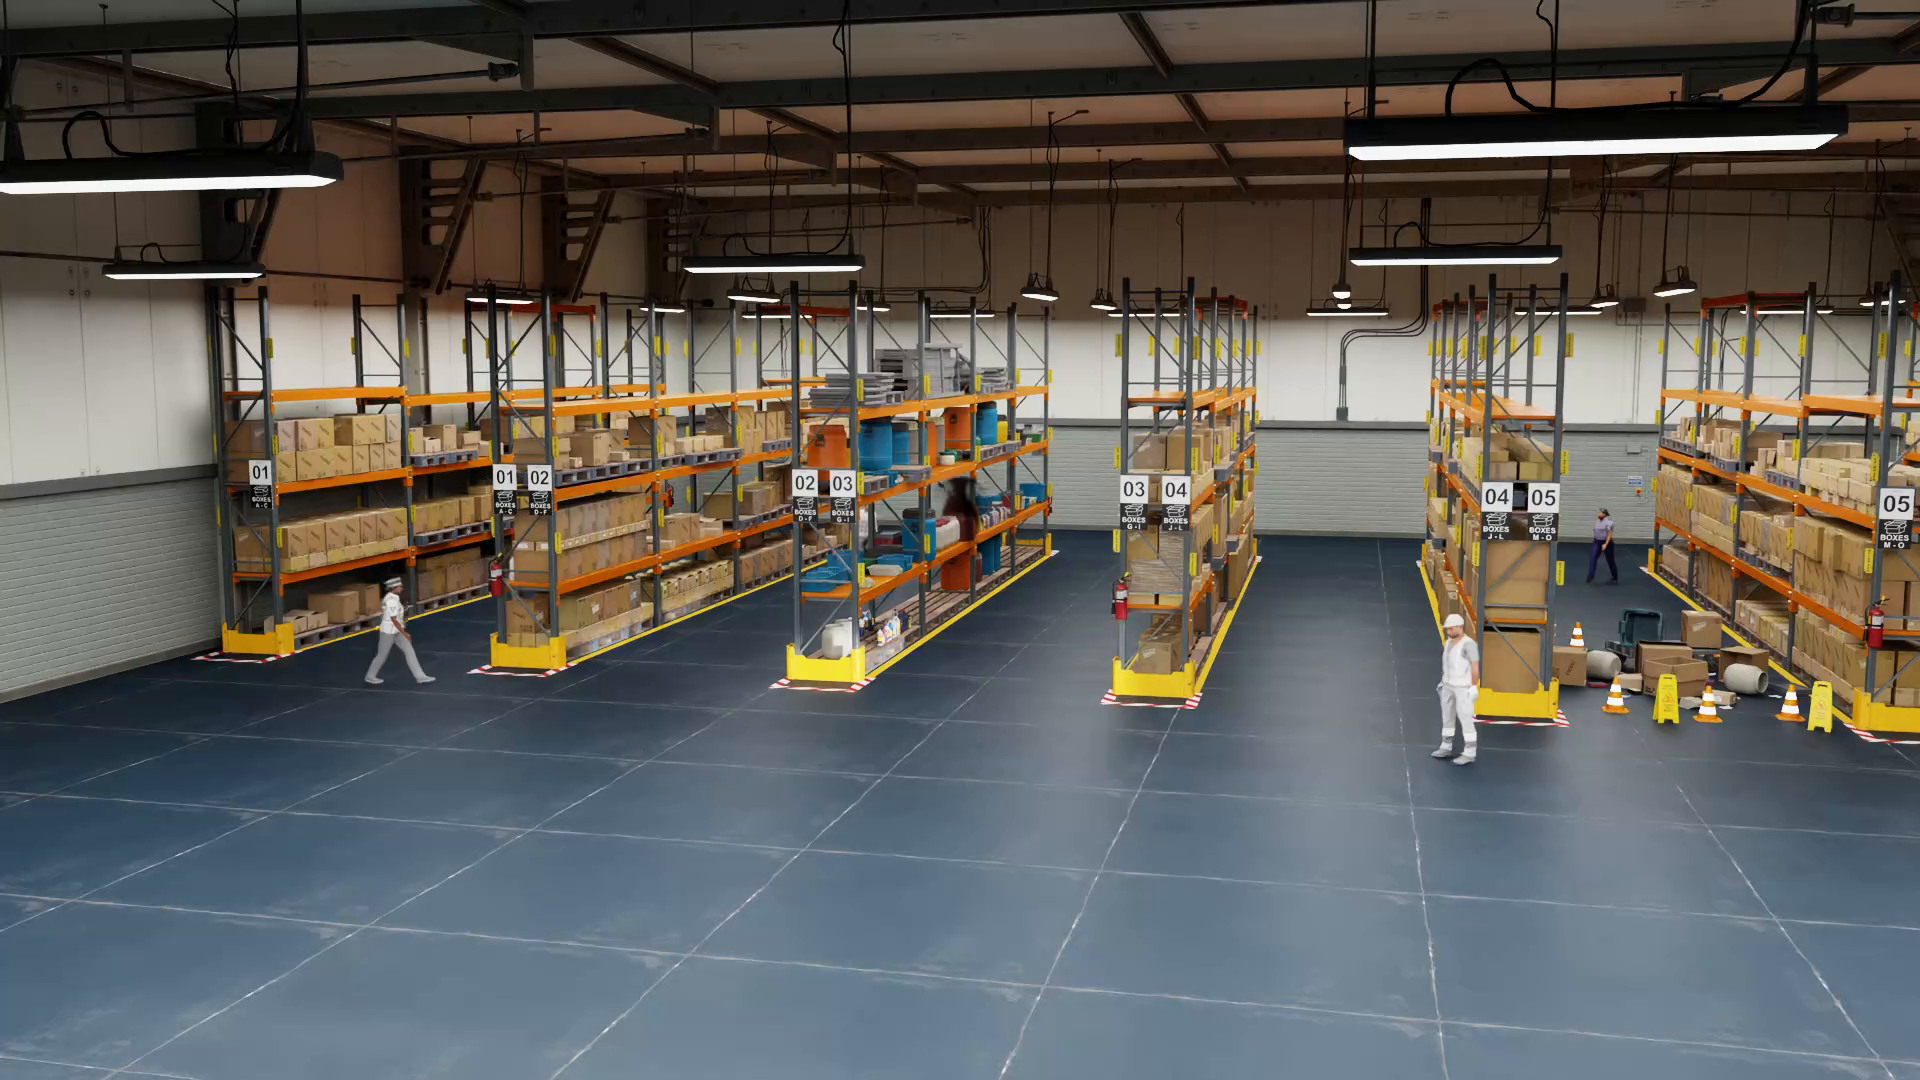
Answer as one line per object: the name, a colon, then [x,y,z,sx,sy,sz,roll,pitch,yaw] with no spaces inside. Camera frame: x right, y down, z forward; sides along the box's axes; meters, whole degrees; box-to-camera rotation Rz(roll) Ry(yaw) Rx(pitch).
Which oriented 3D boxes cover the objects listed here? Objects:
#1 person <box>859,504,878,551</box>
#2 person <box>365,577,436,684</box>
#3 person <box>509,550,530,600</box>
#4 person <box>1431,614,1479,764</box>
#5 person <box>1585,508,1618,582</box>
person: [-1.940,-0.053,34.406,0.451,1.652,0.640,1,7,12]
person: [-8.362,1.349,24.684,1.057,1.600,0.431,2,7,16]
person: [-7.762,0.855,29.245,0.356,1.604,0.458,4,7,28]
person: [6.016,1.787,20.257,0.404,1.780,0.610,-3,7,-24]
person: [13.773,0.117,35.588,0.983,1.588,0.444,-6,9,-41]
